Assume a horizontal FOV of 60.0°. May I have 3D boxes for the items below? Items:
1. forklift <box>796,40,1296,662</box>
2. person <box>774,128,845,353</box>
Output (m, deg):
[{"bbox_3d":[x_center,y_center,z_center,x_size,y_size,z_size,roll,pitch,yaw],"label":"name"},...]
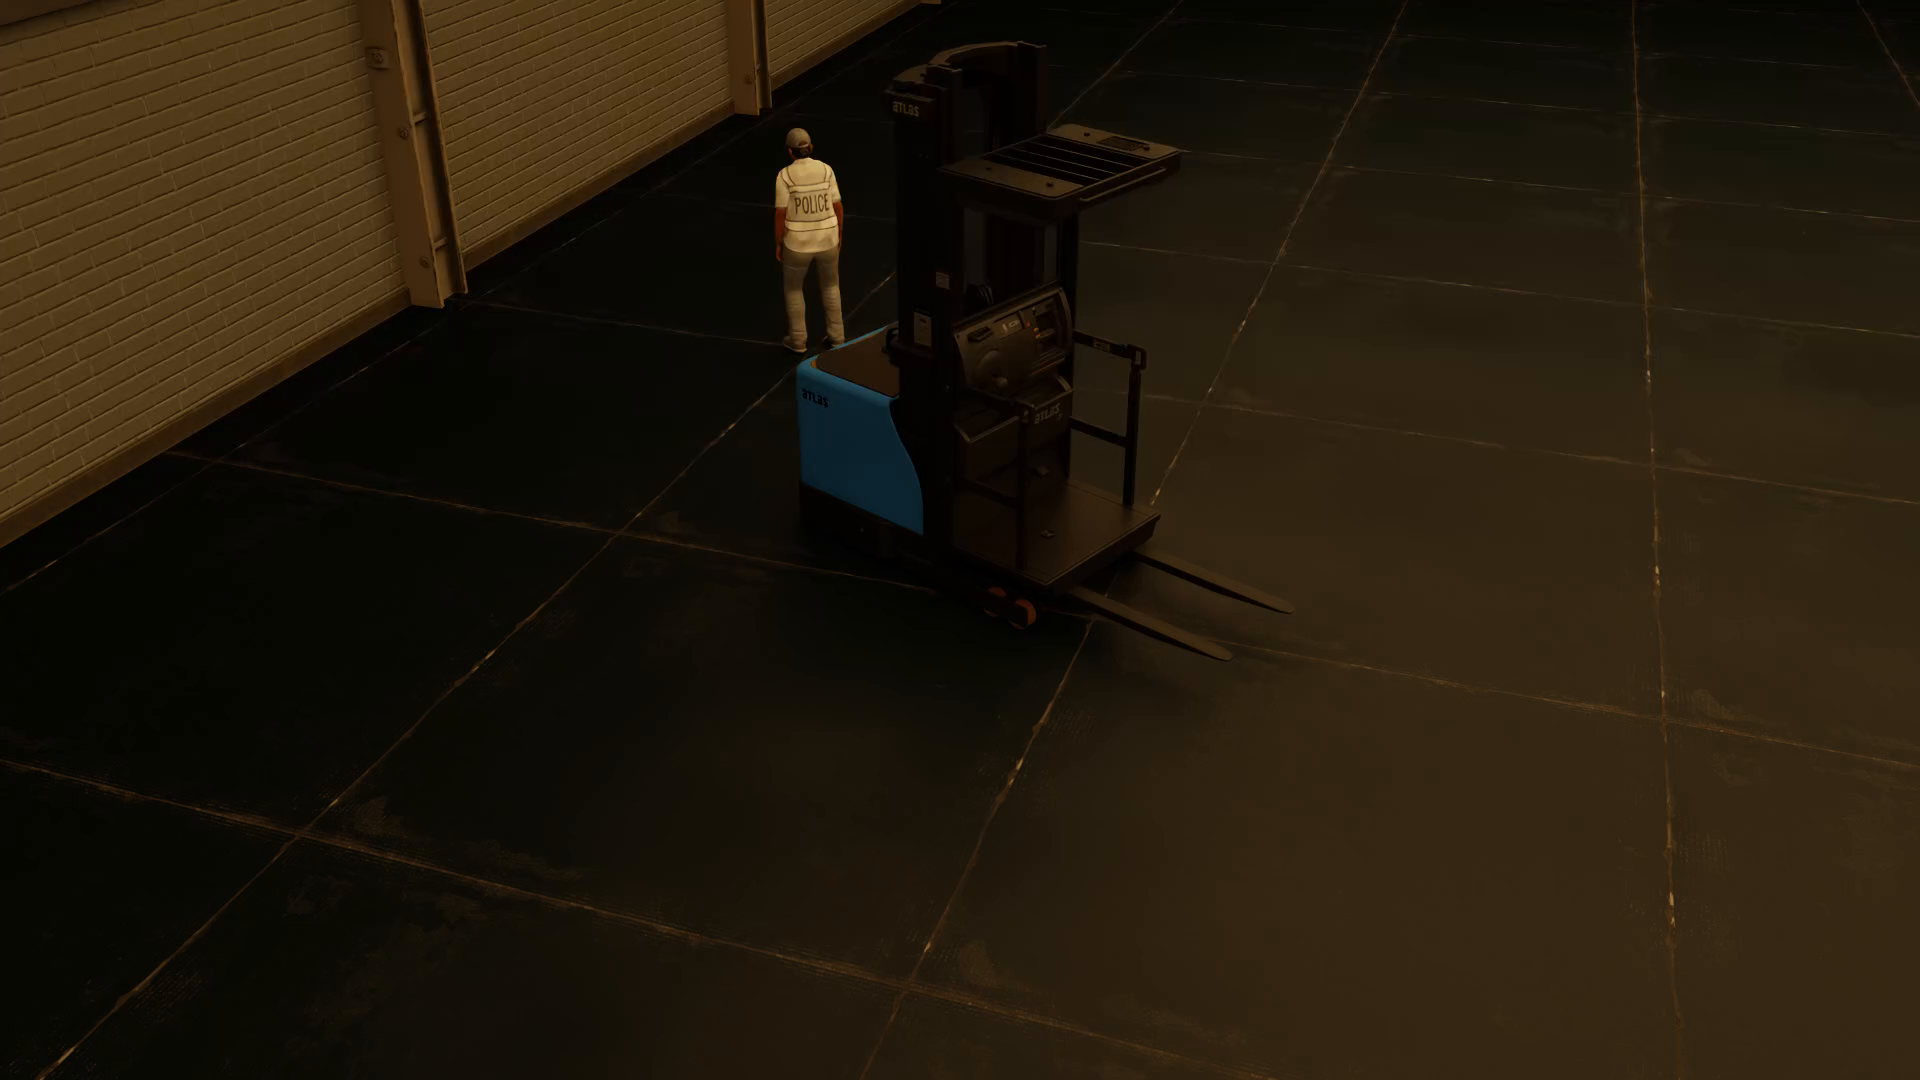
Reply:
[{"bbox_3d":[0.459,-1.074,9.021,3.031,2.935,1.130,23,37,35],"label":"forklift"},{"bbox_3d":[-1.117,-2.202,12.283,0.538,1.666,0.467,-11,31,-18],"label":"person"}]
